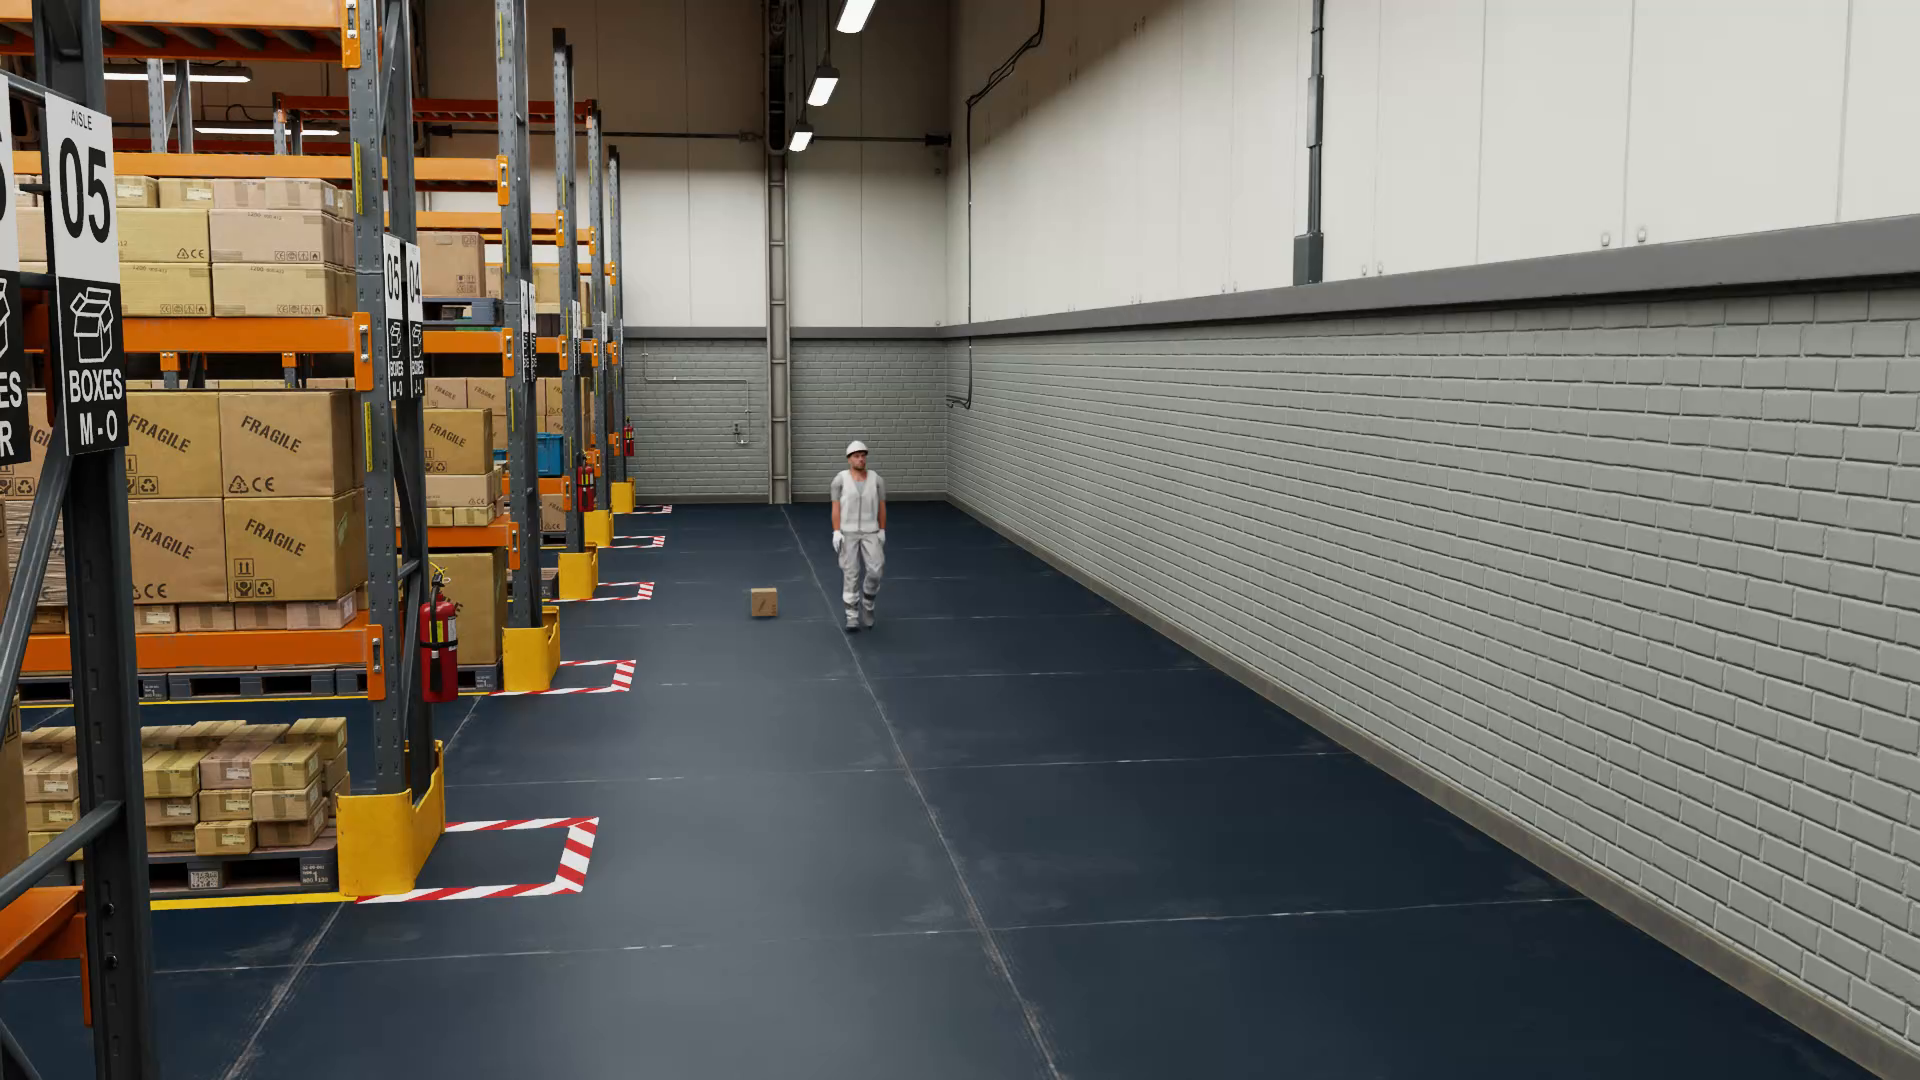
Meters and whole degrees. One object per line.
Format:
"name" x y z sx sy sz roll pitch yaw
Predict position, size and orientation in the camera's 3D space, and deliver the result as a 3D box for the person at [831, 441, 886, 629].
"person" -0.949 -0.037 15.761 0.539 1.797 0.449 -1 7 -10
